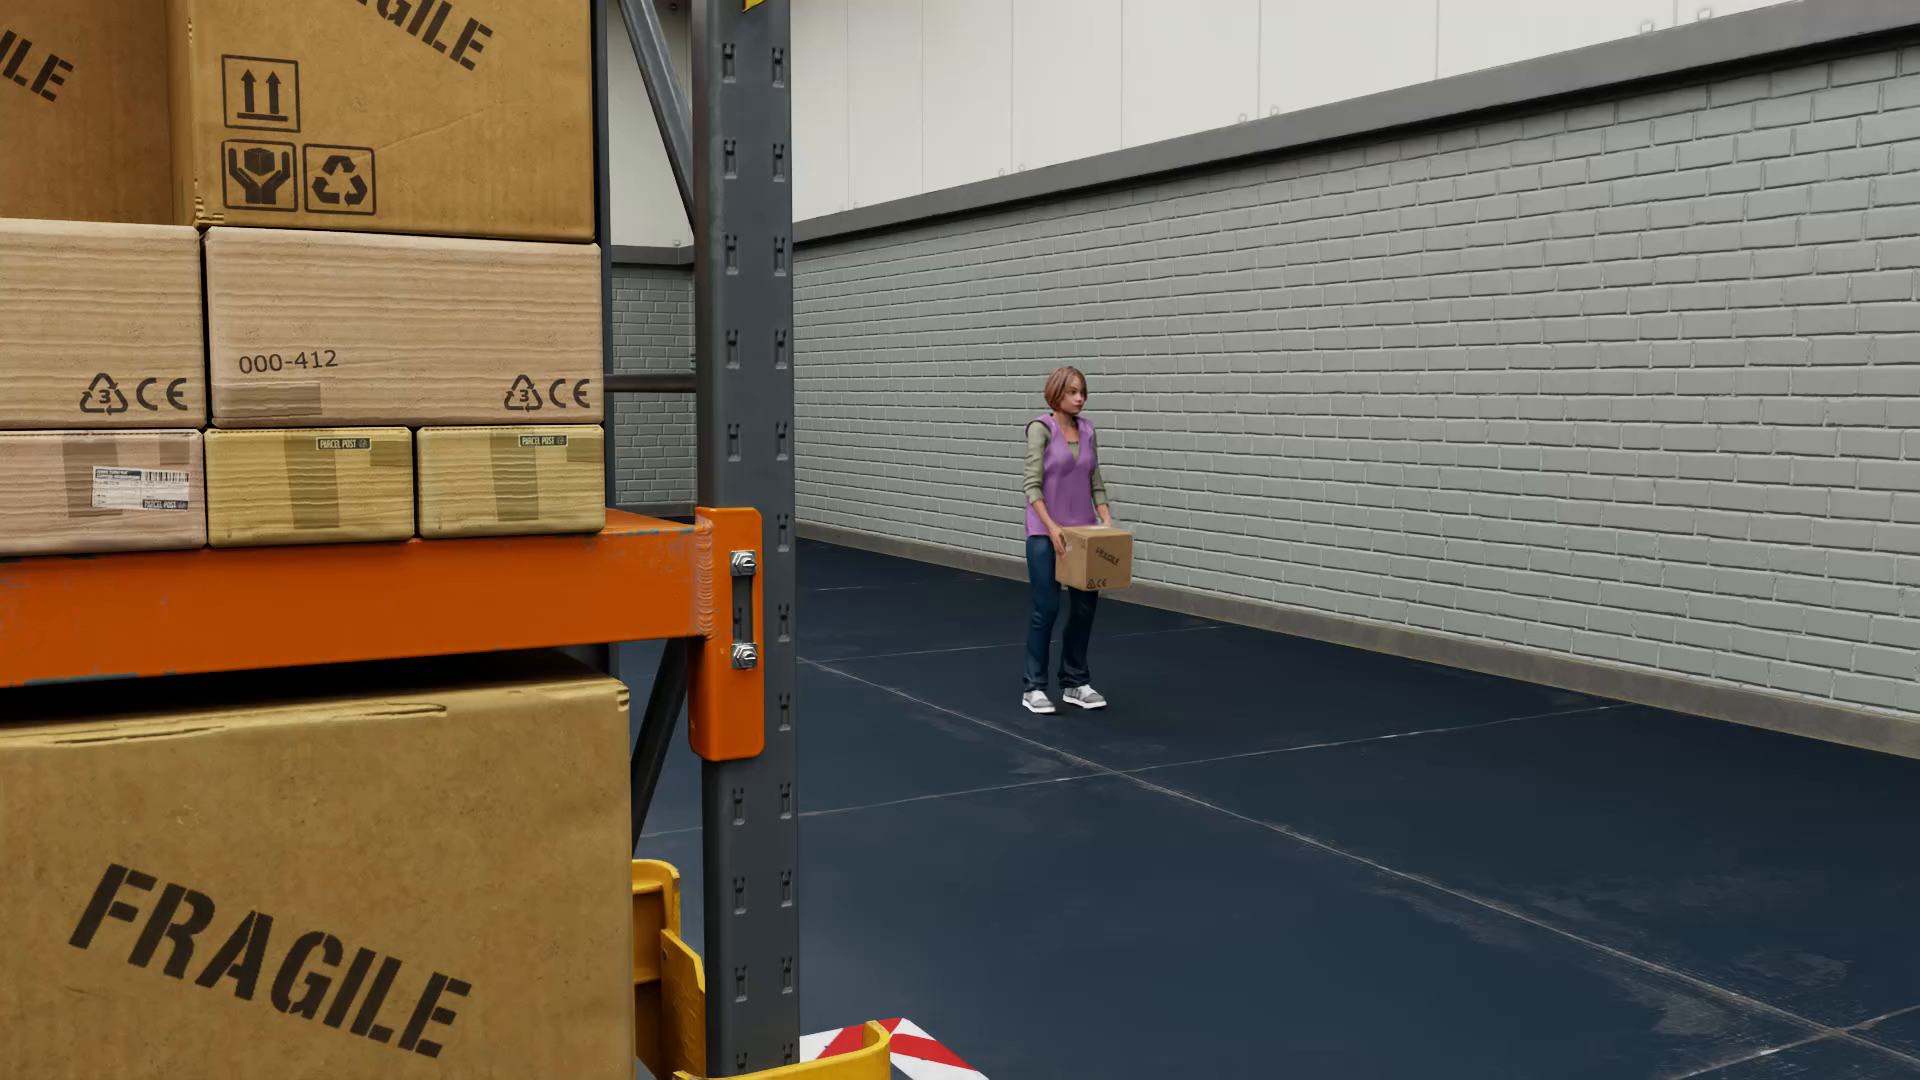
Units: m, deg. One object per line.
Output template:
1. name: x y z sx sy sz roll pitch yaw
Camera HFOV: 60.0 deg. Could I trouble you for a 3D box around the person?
1. person: 0.486 0.098 7.784 0.444 1.385 0.338 -3 6 -30
